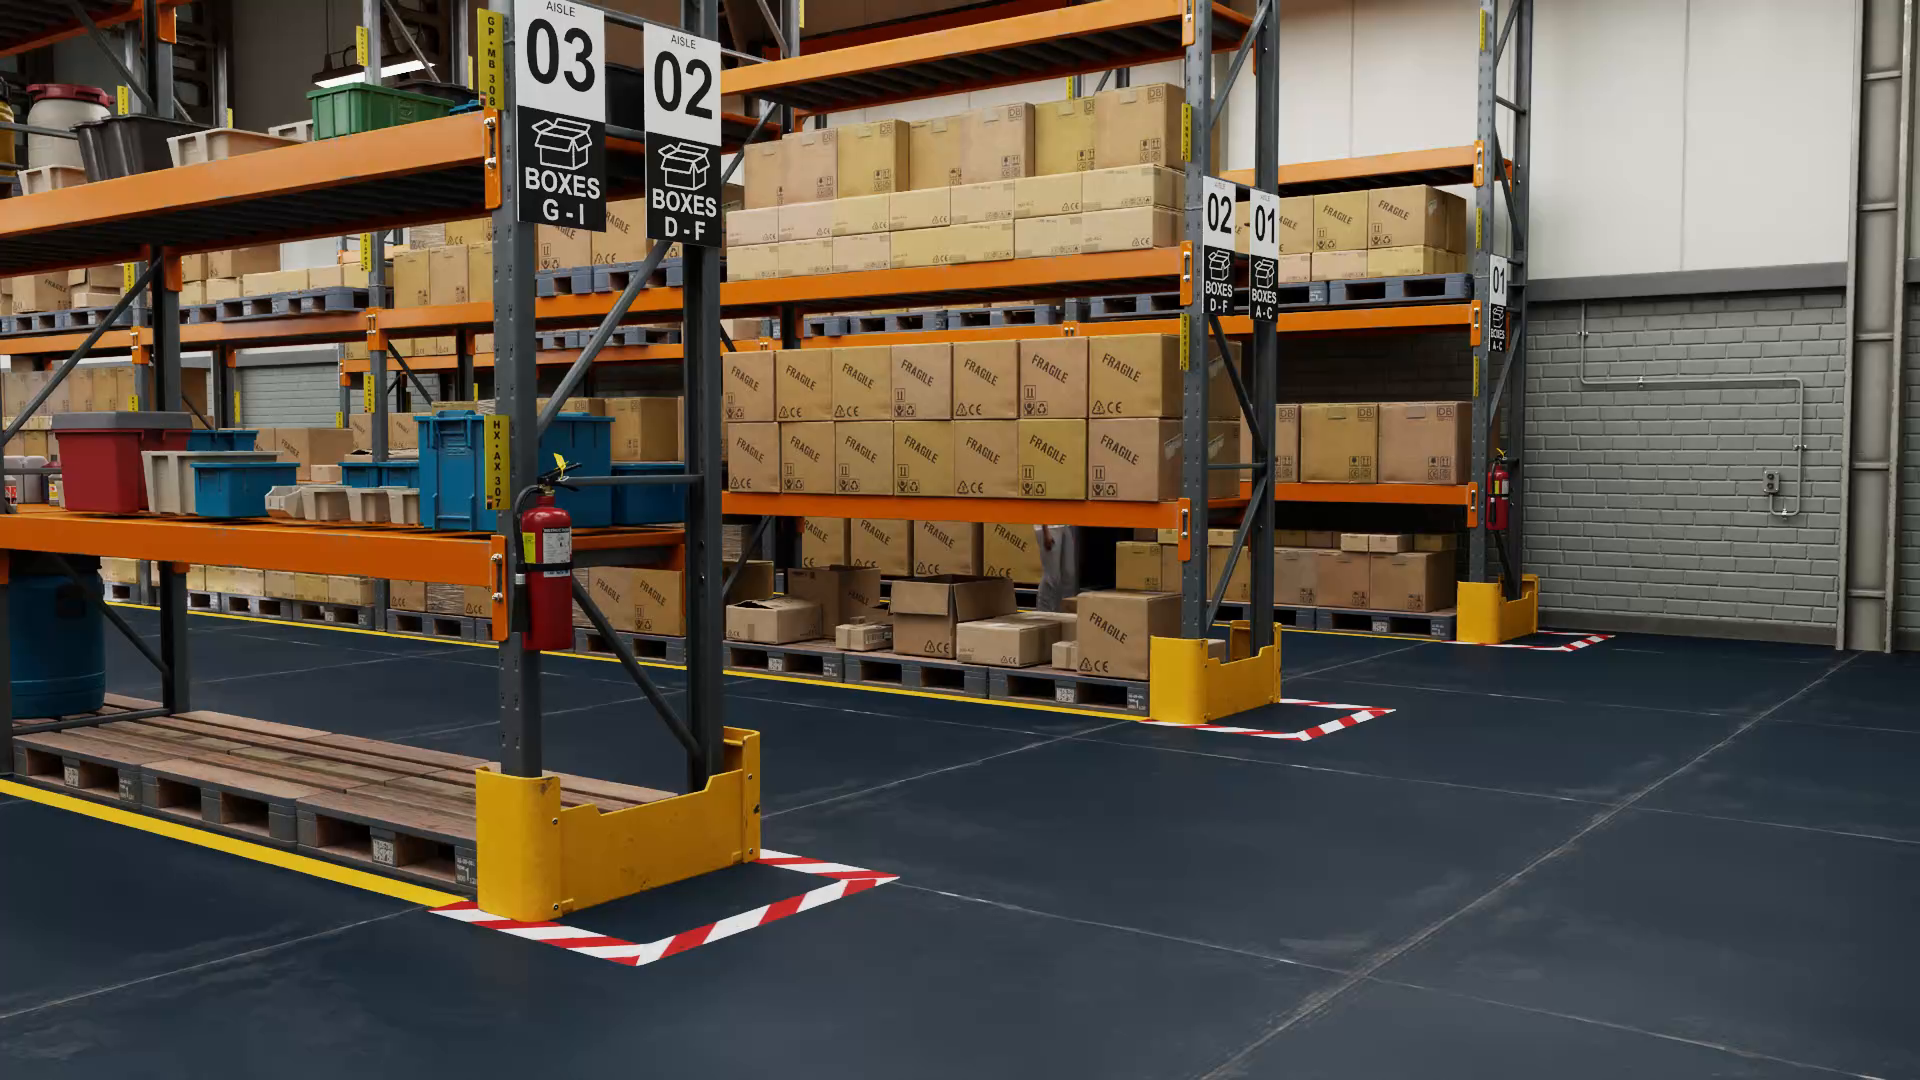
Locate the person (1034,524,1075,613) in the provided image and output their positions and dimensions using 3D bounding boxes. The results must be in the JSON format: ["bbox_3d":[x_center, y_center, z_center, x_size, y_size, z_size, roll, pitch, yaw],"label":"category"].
[{"bbox_3d":[0.884,-0.053,15.103,0.397,1.656,0.518,2,4,33],"label":"person"}]
